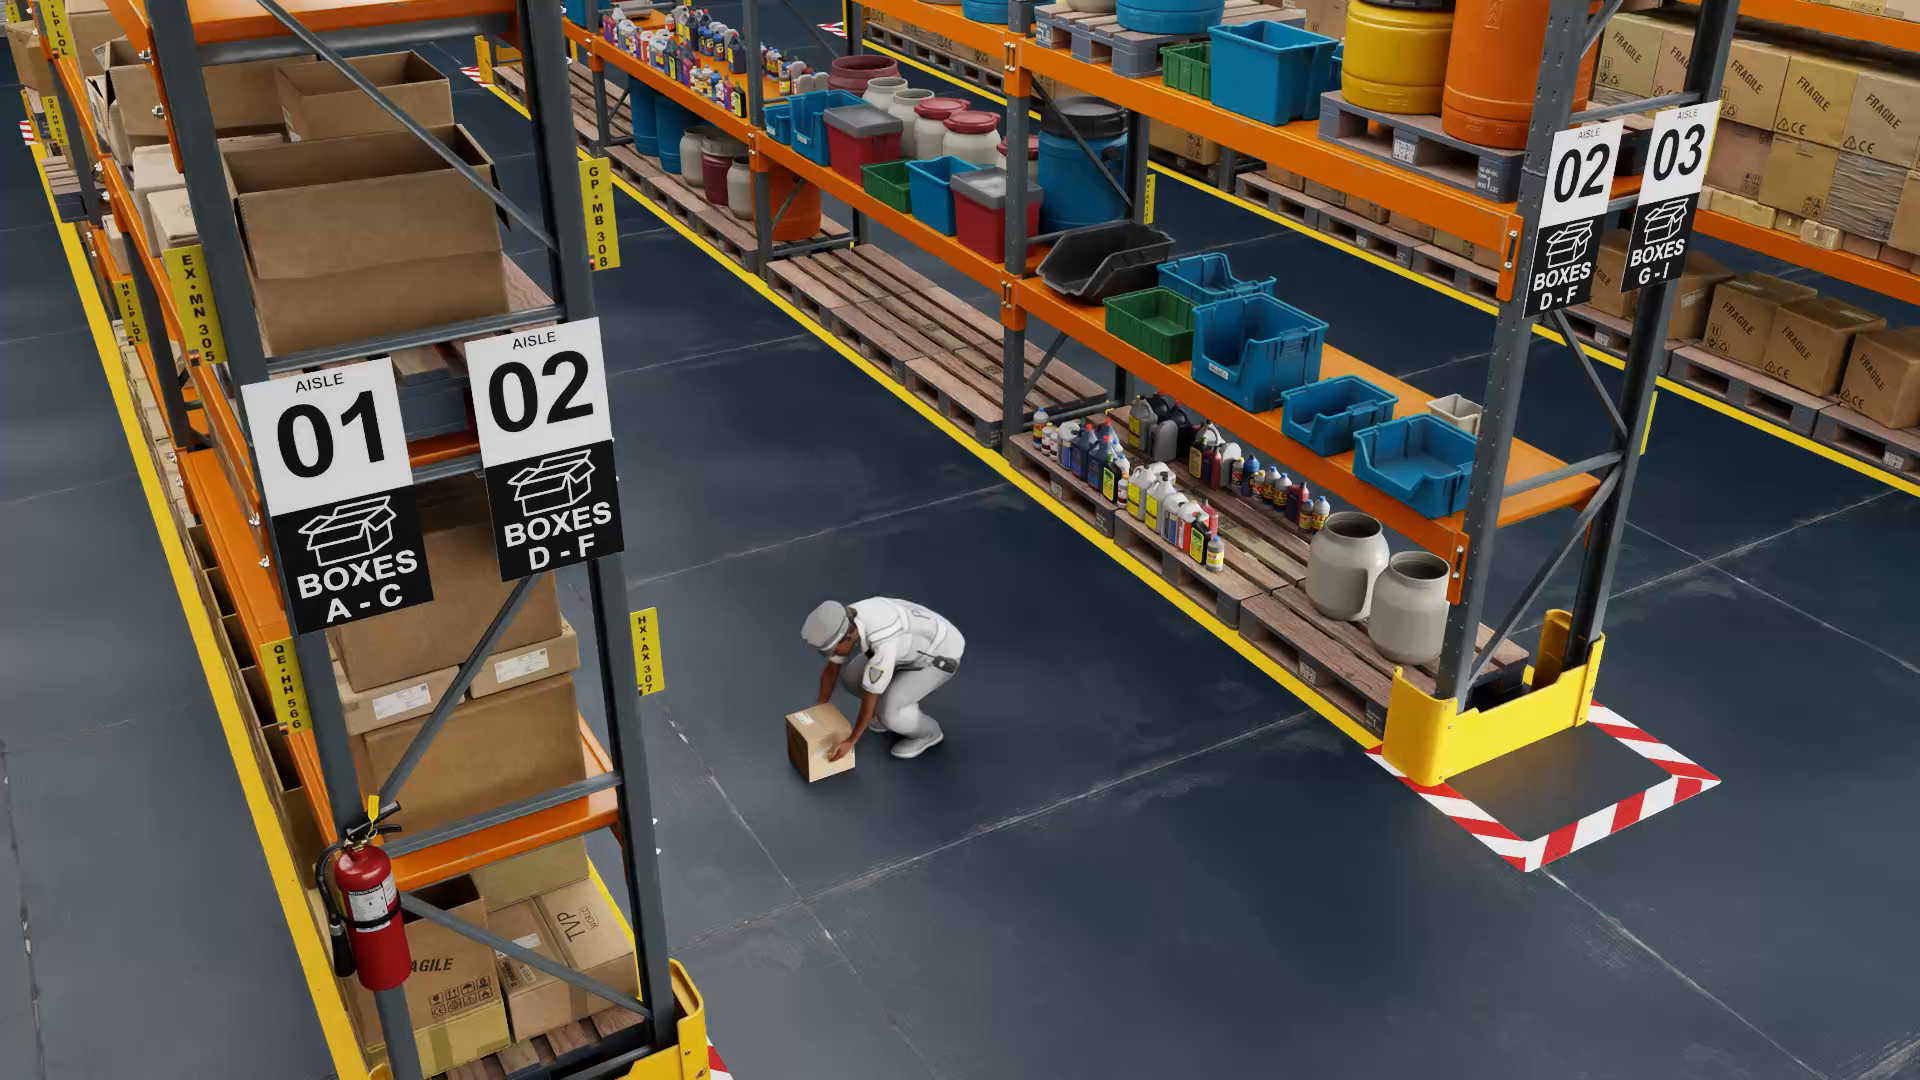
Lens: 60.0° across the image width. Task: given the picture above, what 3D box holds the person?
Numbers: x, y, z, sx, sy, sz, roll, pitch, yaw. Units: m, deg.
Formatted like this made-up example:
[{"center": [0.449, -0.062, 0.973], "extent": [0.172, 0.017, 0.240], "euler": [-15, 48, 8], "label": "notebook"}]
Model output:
[{"center": [-0.384, 0.631, 8.184], "extent": [0.863, 0.931, 0.479], "euler": [-16, 33, -26], "label": "person"}]
